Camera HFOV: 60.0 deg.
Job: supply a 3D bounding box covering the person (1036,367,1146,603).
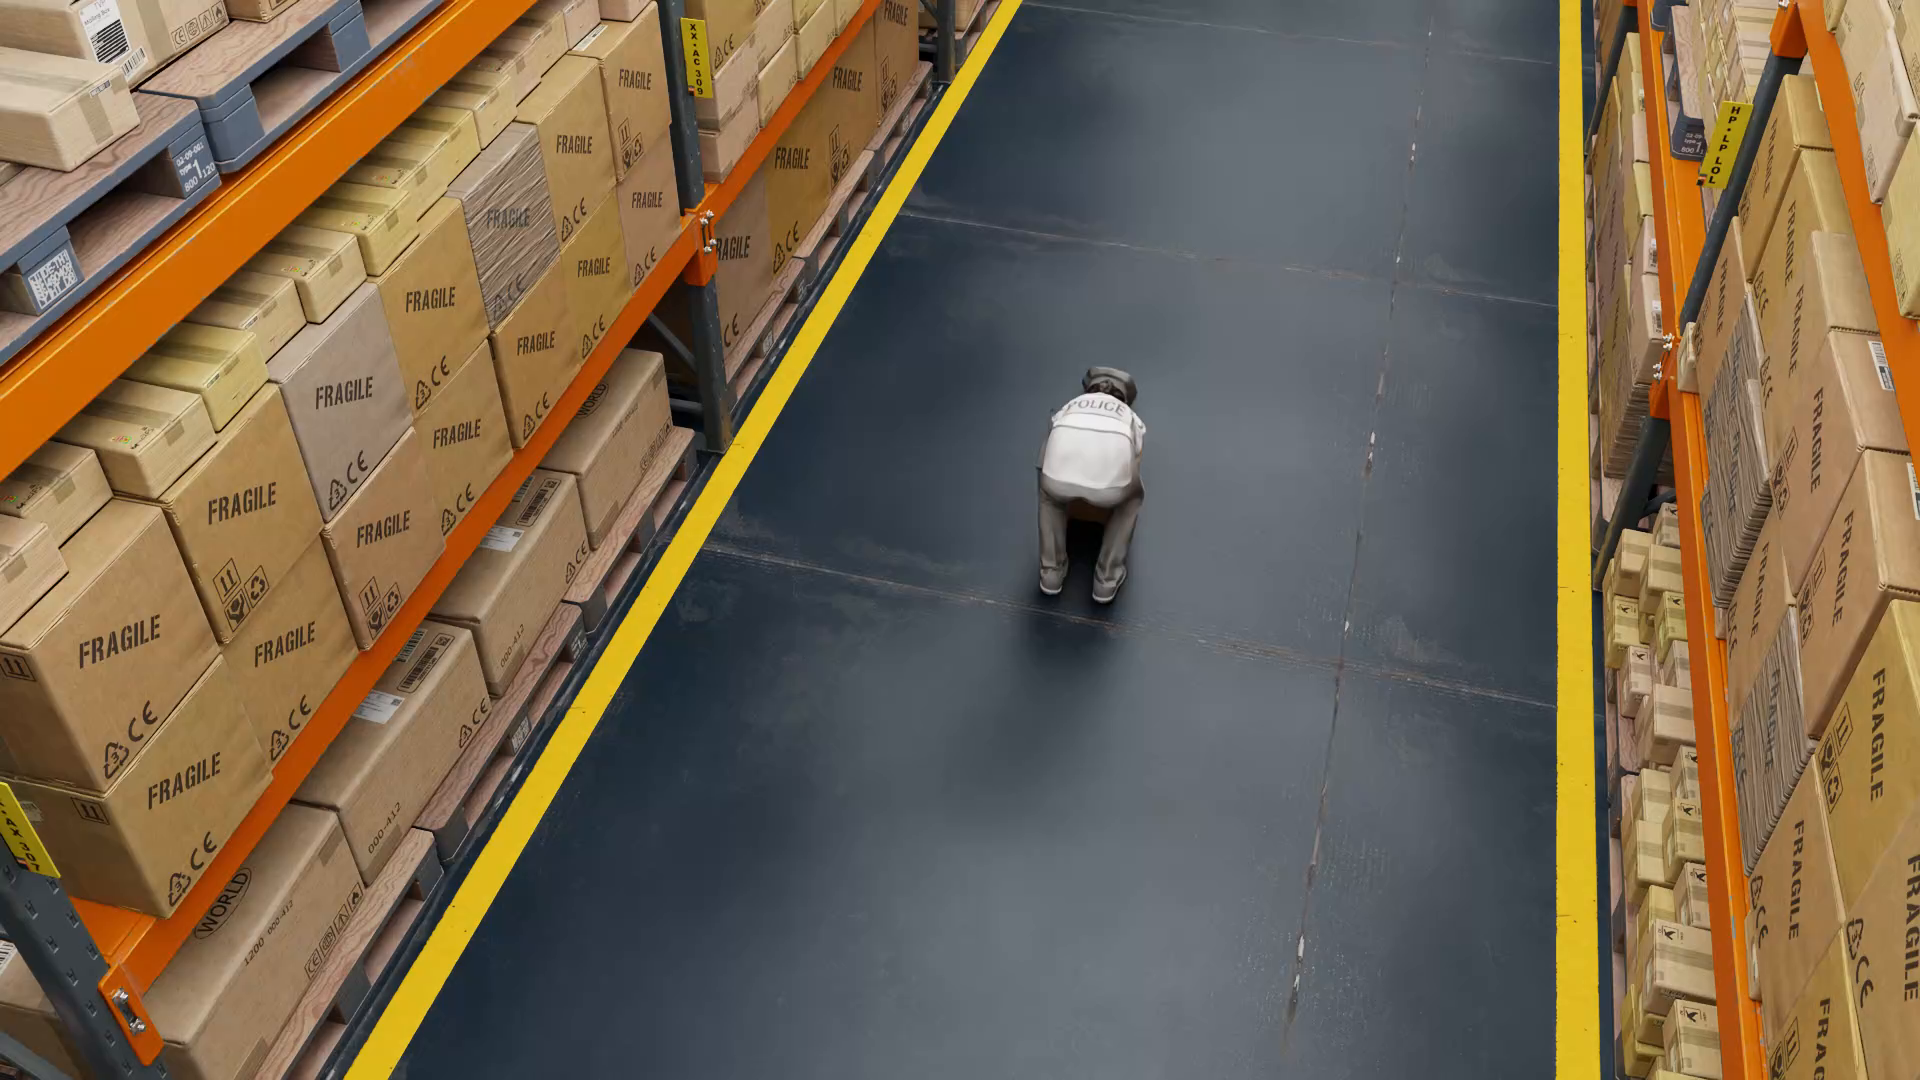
[{"bbox_3d":[0.559,-0.265,7.038,0.458,0.904,0.882,8,42,9],"label":"person"}]
